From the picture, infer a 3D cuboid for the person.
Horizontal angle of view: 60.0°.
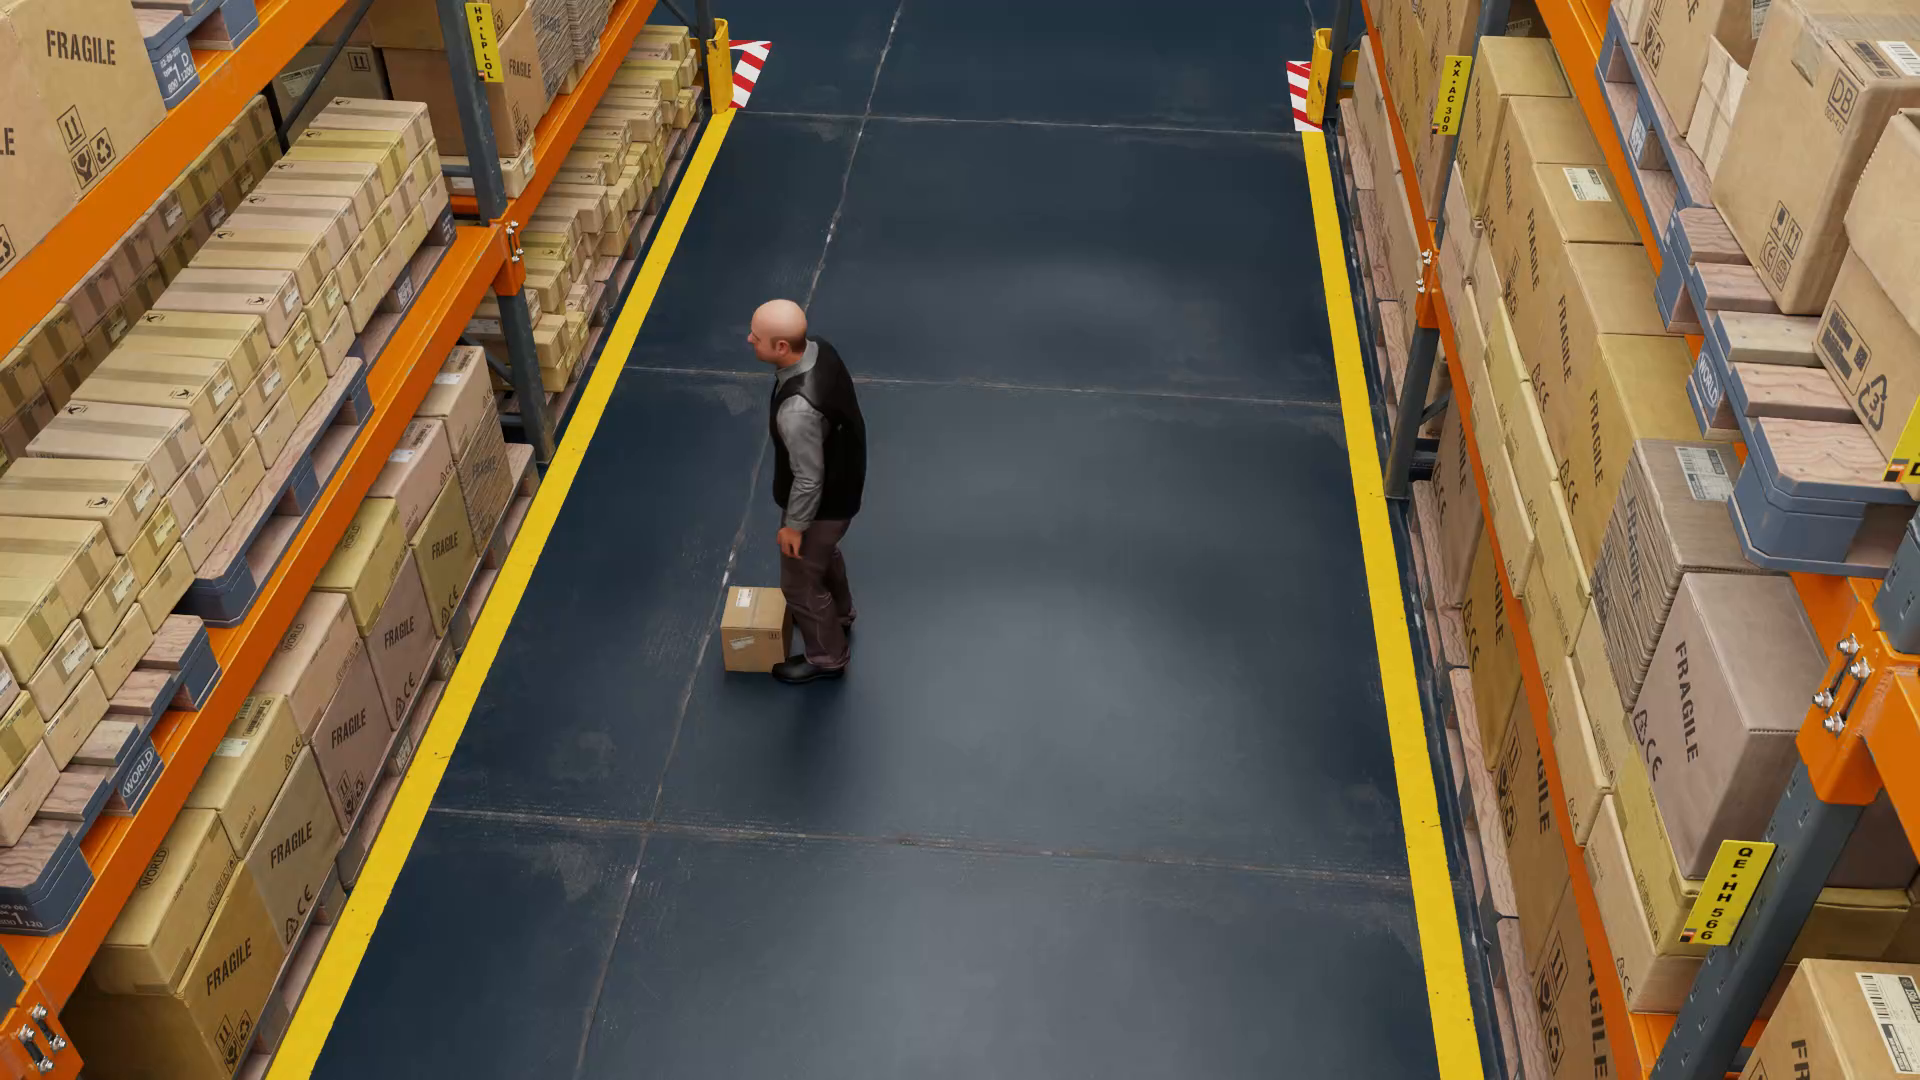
[{"bbox_3d":[-0.560,-0.180,6.390,0.417,1.722,0.592,2,40,2],"label":"person"}]
